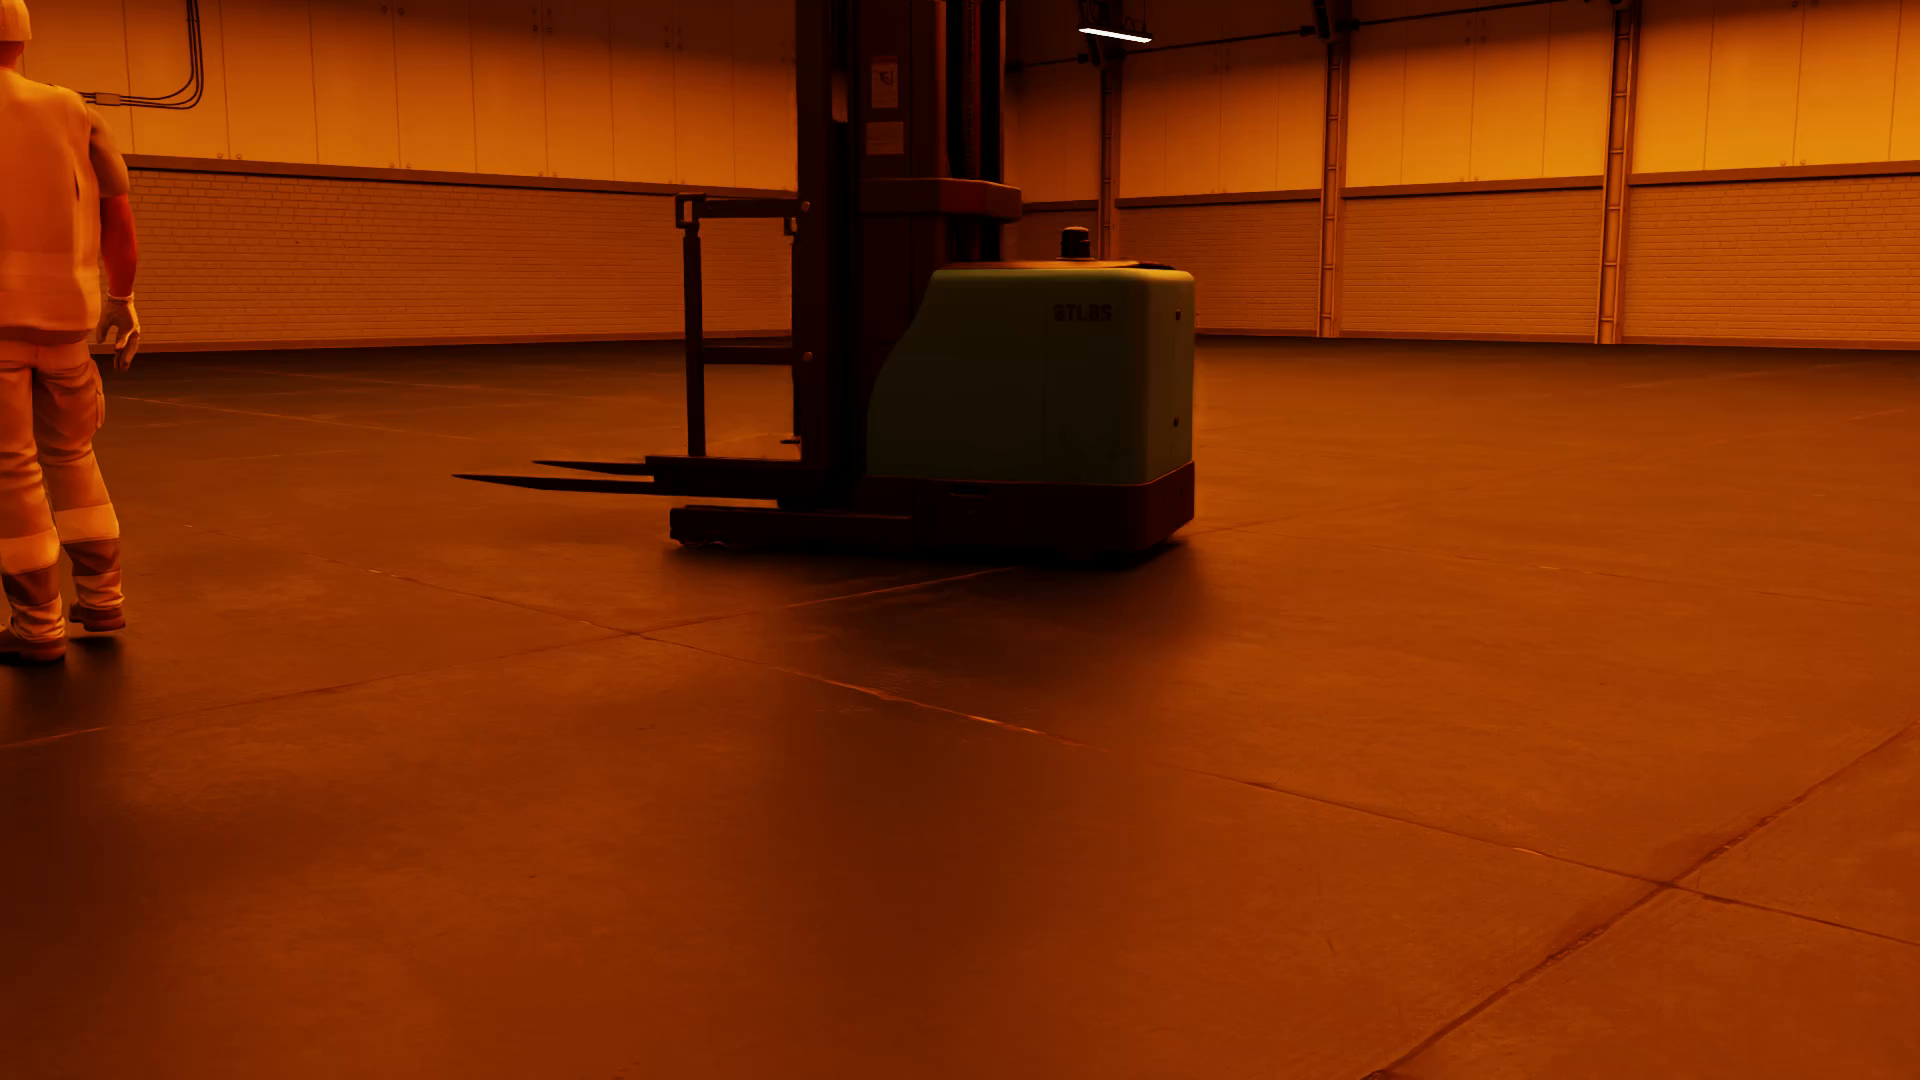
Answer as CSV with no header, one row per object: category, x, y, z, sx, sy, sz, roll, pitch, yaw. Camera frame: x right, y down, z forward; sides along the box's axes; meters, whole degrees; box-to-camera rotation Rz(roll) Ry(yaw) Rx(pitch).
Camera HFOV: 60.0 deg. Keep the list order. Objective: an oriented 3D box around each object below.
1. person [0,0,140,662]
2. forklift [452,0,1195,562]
person,-2.555,-0.572,4.463,0.565,1.789,0.642,7,11,38
forklift,-0.616,-1.478,6.691,3.031,2.935,1.130,3,9,19
